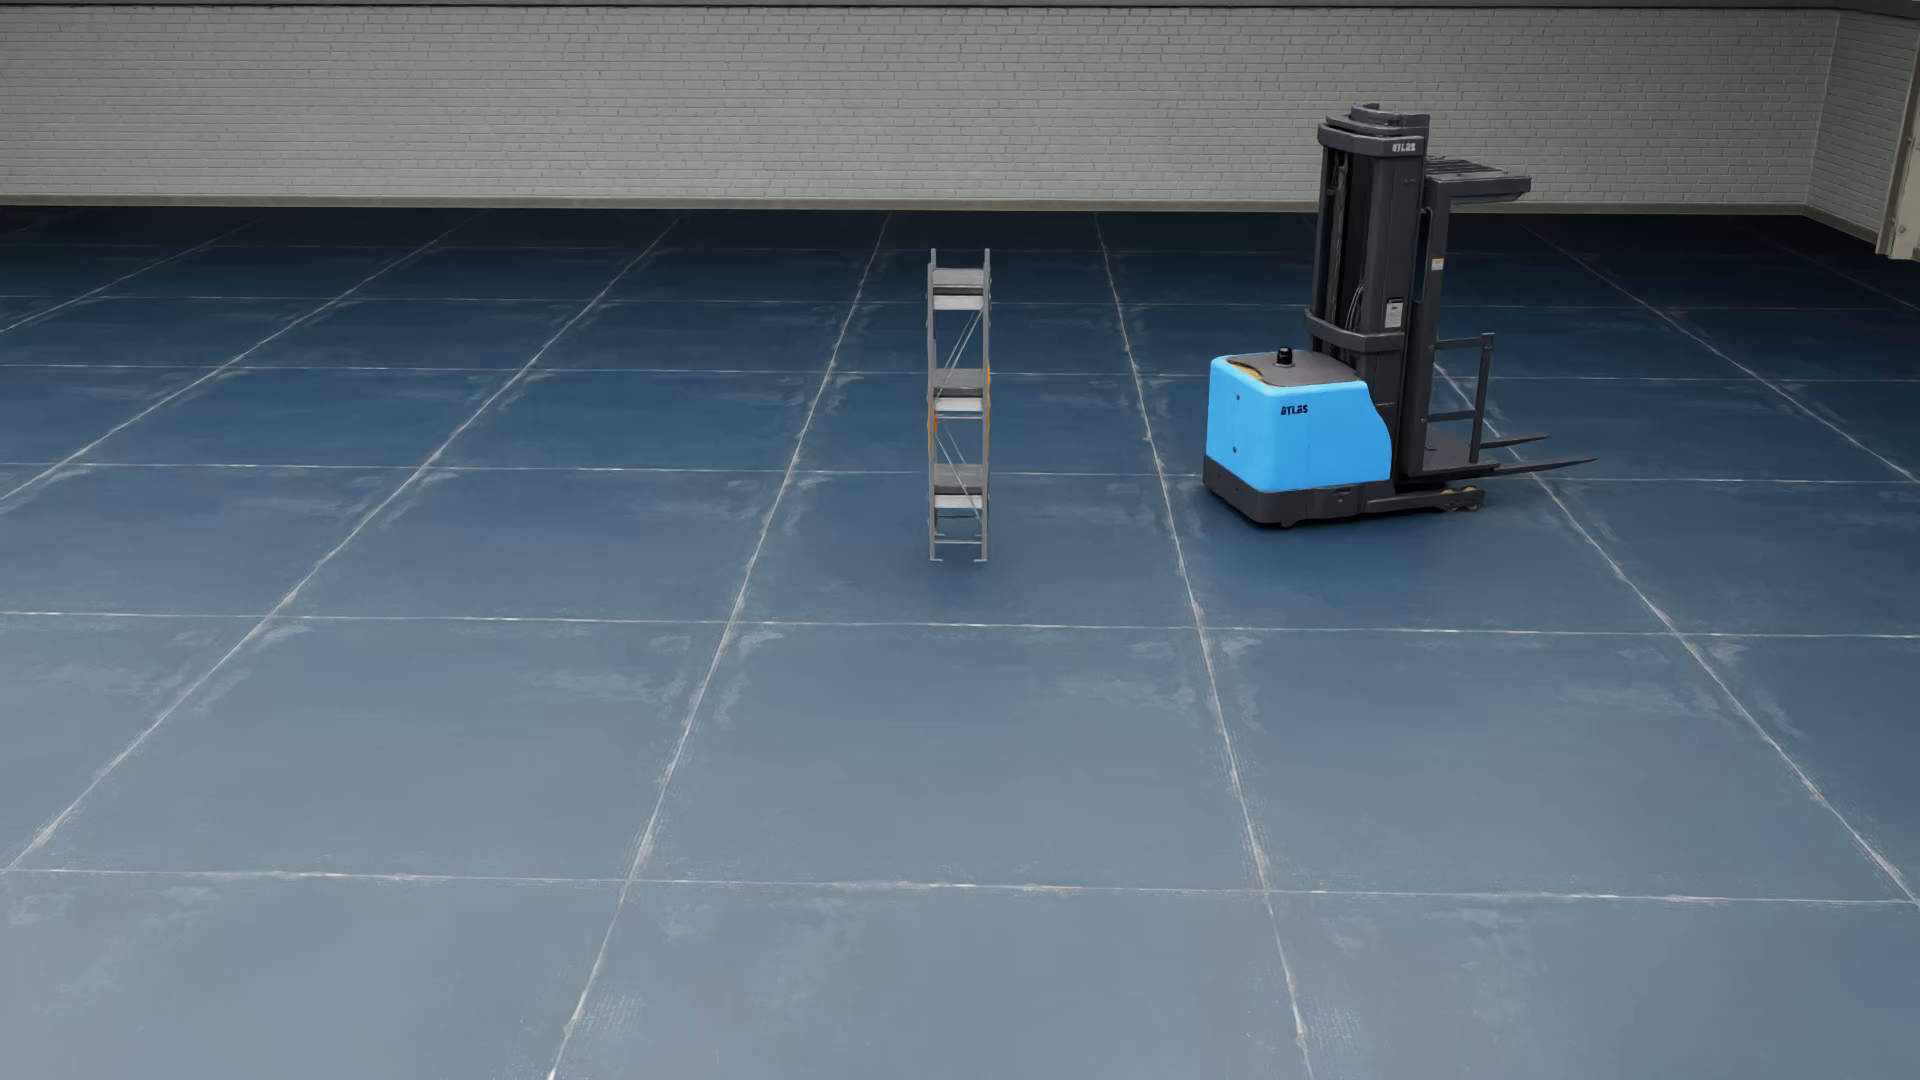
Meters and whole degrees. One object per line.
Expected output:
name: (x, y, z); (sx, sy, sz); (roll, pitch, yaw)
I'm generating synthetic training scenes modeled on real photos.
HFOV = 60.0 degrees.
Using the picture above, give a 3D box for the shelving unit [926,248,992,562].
shelving unit: (-0.005, -0.919, 11.495); (0.431, 2.100, 0.503); (1, 21, 2)

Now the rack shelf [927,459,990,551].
rack shelf: (-0.005, -0.254, 11.753); (0.431, 0.518, 0.480); (1, 21, 2)

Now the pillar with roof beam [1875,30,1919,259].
pillar with roof beam: (7.764, -7.909, 19.973); (9.100, 9.000, 0.400); (1, 21, 2)

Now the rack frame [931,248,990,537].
rack frame: (0.002, -1.007, 11.722); (0.400, 2.100, 0.015); (1, 21, 2)

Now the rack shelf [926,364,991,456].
rack shelf: (-0.005, -0.906, 11.500); (0.431, 0.518, 0.480); (1, 21, 2)

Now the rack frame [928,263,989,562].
rack frame: (-0.012, -0.831, 11.267); (0.400, 2.100, 0.015); (1, 21, 2)

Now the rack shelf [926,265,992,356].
rack shelf: (-0.005, -1.559, 11.247); (0.431, 0.518, 0.480); (1, 21, 2)

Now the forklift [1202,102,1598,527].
forklift: (3.469, -1.754, 12.497); (3.031, 2.935, 1.130); (-6, 22, -16)
